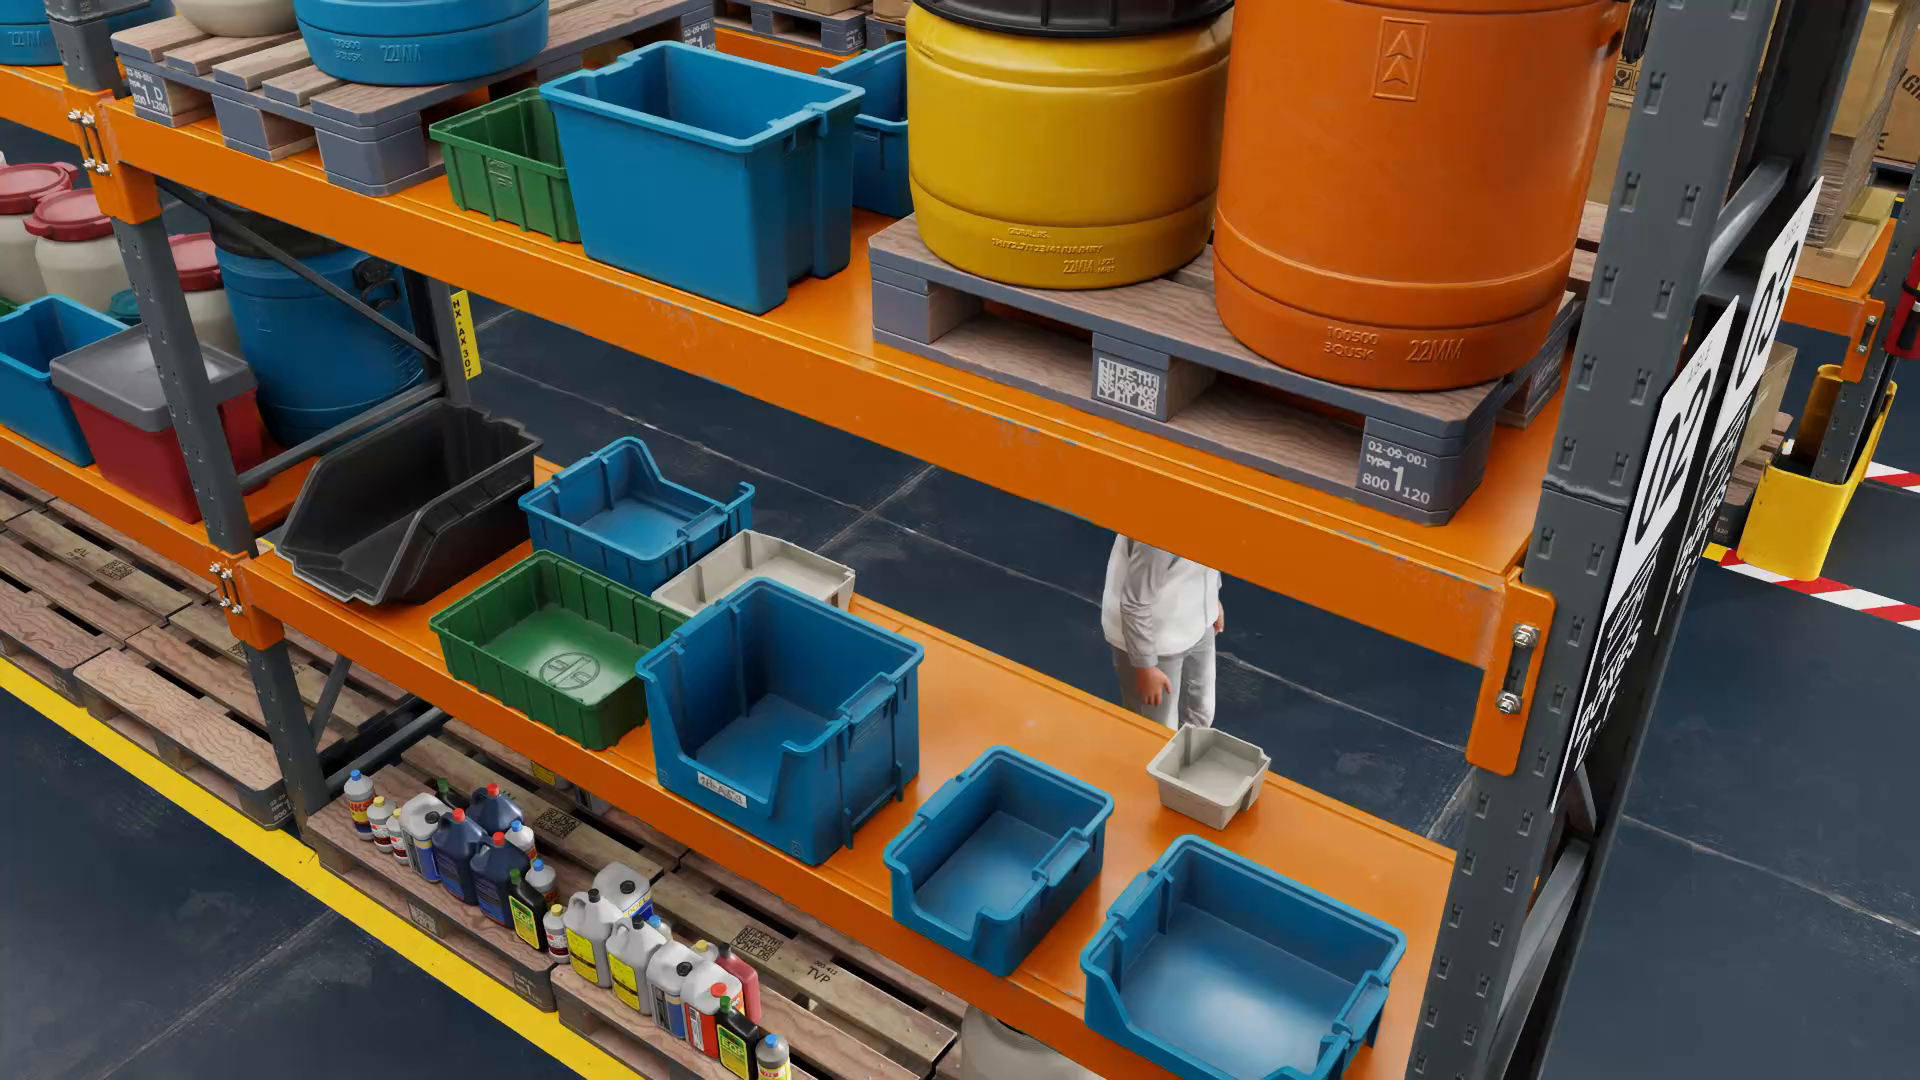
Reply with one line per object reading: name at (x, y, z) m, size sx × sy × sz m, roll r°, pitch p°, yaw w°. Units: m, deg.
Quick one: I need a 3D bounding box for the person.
person at (0.727, 0.304, 5.674) m, size 0.464 × 1.772 × 0.589 m, roll 20°, pitch 39°, yaw 27°
